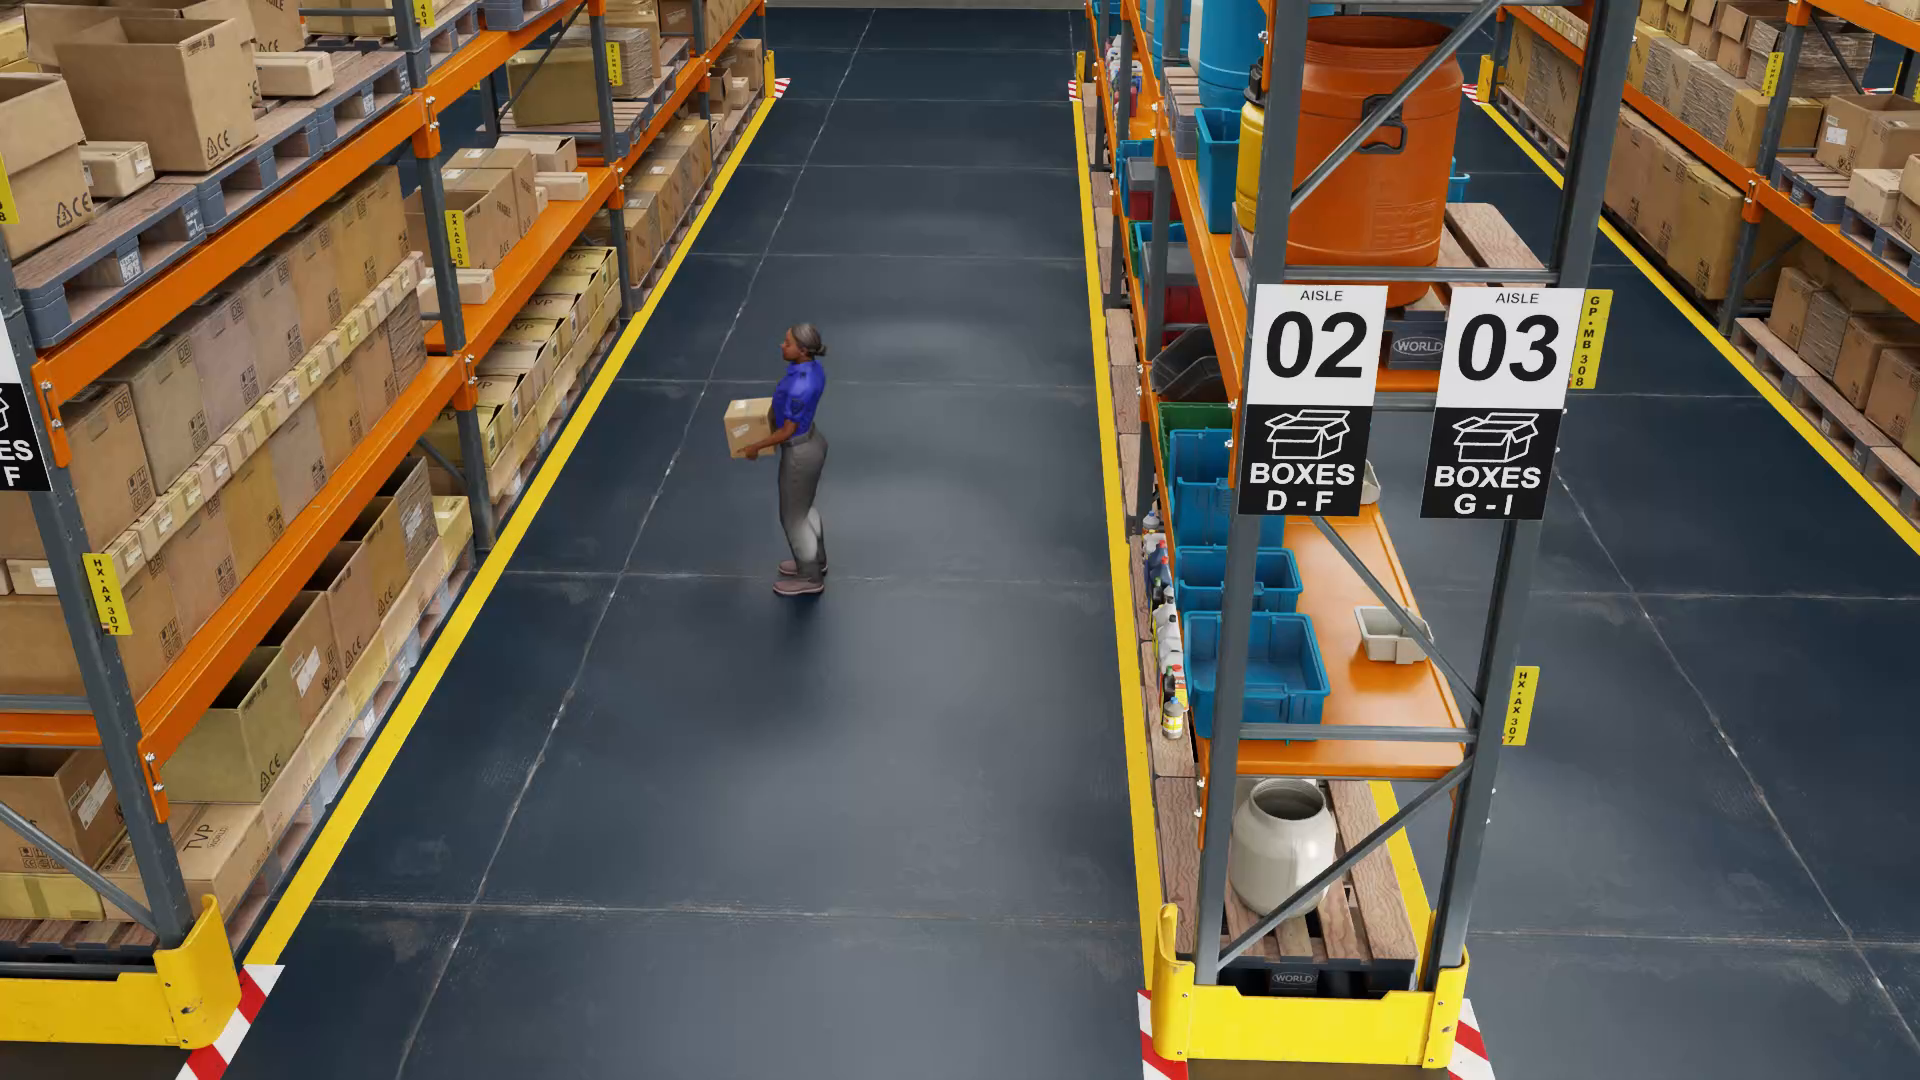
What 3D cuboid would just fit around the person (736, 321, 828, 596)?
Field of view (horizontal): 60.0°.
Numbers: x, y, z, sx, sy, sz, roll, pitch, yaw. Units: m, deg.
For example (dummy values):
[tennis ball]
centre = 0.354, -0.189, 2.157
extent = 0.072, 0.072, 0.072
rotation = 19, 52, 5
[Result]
[person]
centre = -0.998, -0.480, 9.536
extent = 0.523, 1.647, 0.450
rotation = 1, 28, 3
